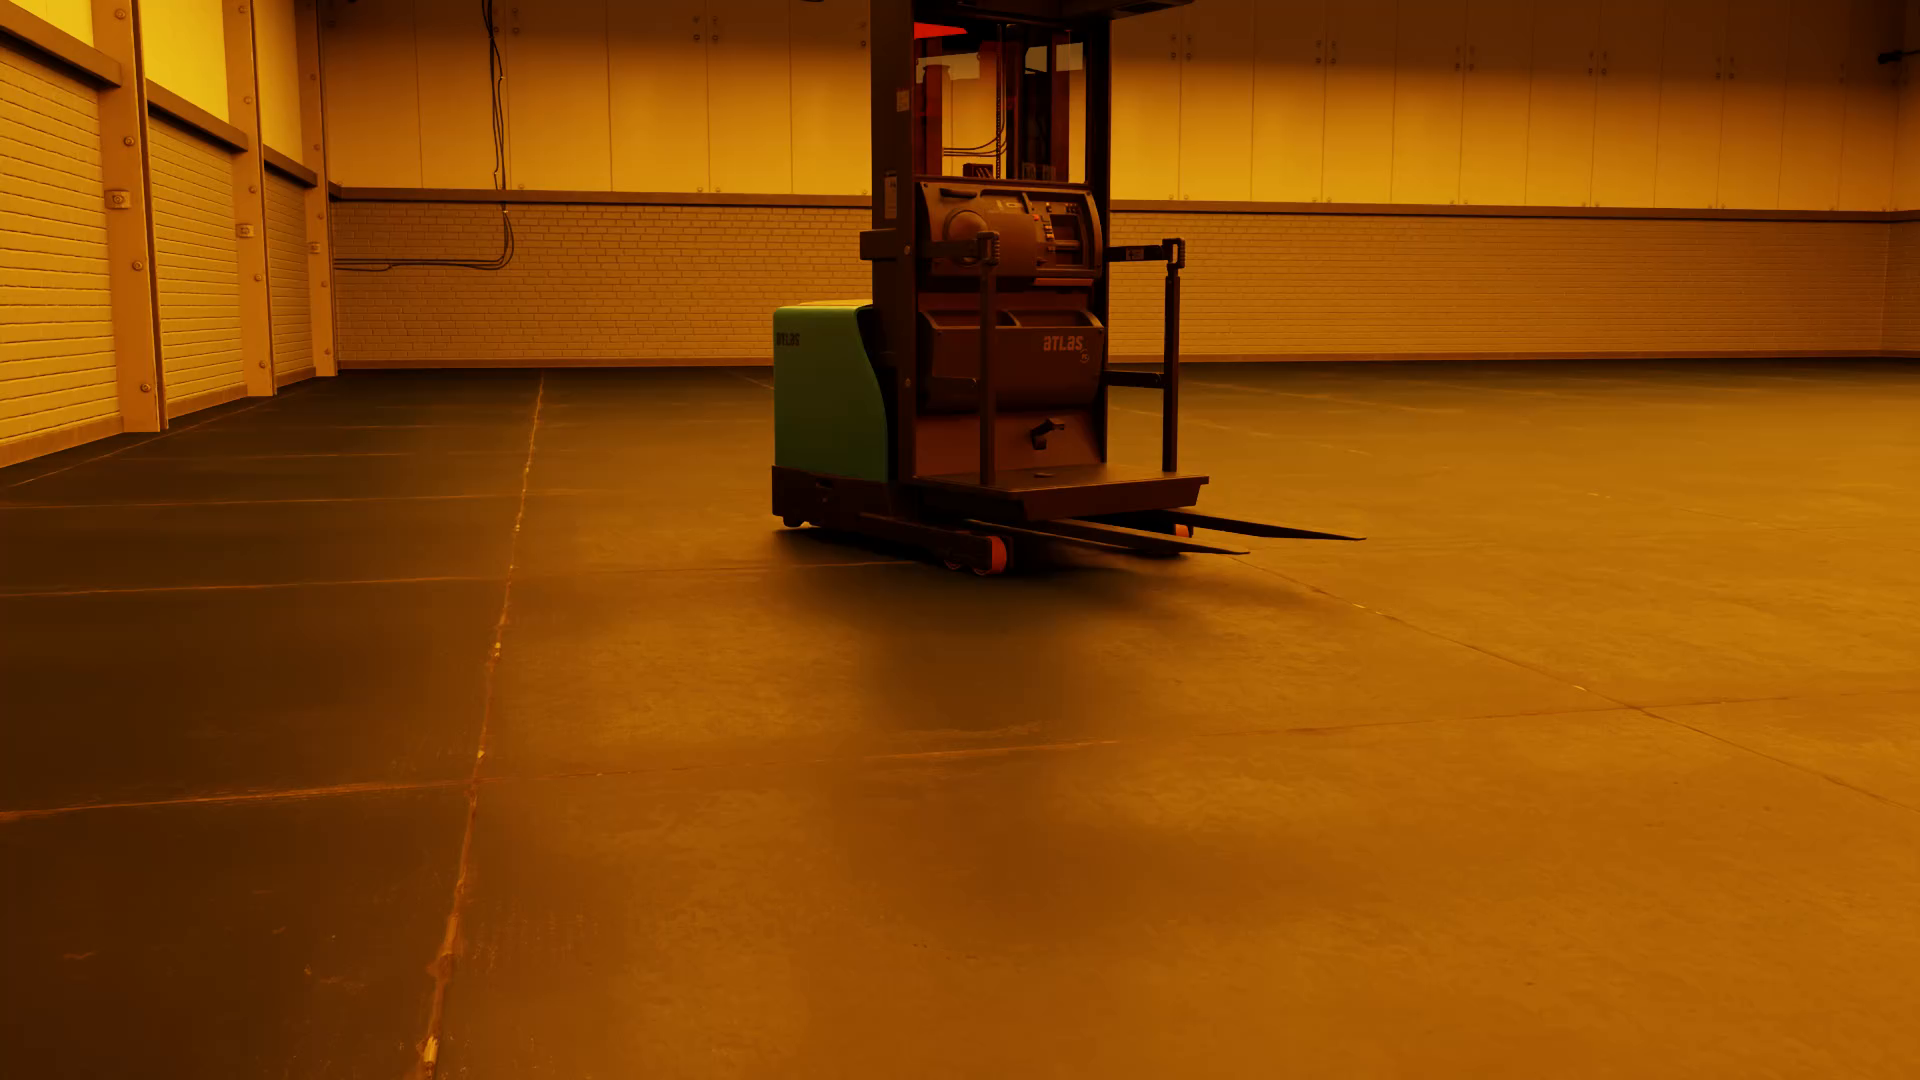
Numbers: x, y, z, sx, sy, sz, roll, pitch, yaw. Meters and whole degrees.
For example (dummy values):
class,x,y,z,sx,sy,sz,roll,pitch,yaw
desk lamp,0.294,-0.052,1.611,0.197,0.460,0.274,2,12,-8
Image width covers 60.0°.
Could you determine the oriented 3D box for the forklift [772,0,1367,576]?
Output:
class,x,y,z,sx,sy,sz,roll,pitch,yaw
forklift,0.355,-1.383,7.015,1.130,2.935,3.031,-6,10,-35
